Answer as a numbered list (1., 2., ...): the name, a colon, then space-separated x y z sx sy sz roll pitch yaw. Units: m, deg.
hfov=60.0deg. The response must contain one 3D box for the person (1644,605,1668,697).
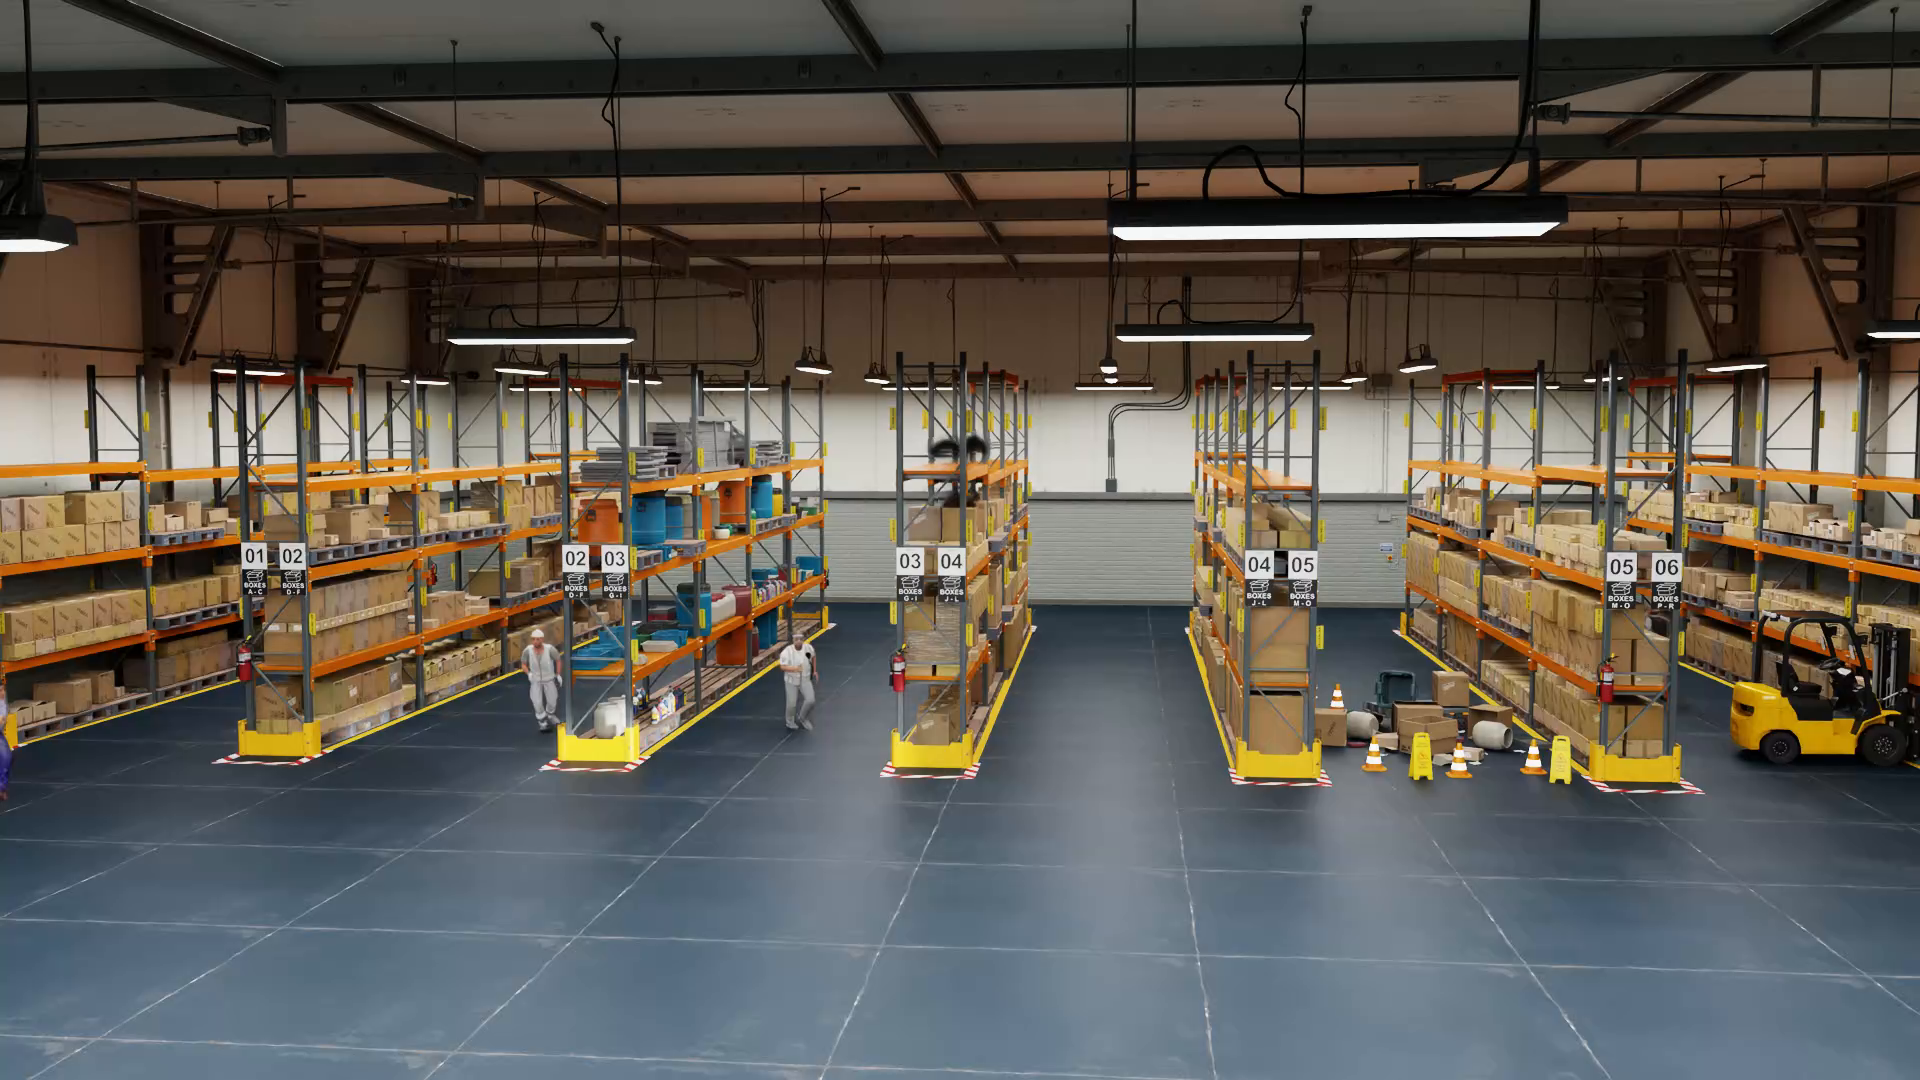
1. person: 12.621 2.020 30.196 0.577 1.667 0.940 0 4 -5

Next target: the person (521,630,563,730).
1. person: -6.746 2.257 26.852 0.655 1.684 0.778 -1 4 -9

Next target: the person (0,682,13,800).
1. person: -12.907 2.675 22.070 0.929 1.662 0.624 2 4 23

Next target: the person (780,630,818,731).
1. person: -2.595 2.259 26.814 0.679 1.680 0.919 -1 4 -20
